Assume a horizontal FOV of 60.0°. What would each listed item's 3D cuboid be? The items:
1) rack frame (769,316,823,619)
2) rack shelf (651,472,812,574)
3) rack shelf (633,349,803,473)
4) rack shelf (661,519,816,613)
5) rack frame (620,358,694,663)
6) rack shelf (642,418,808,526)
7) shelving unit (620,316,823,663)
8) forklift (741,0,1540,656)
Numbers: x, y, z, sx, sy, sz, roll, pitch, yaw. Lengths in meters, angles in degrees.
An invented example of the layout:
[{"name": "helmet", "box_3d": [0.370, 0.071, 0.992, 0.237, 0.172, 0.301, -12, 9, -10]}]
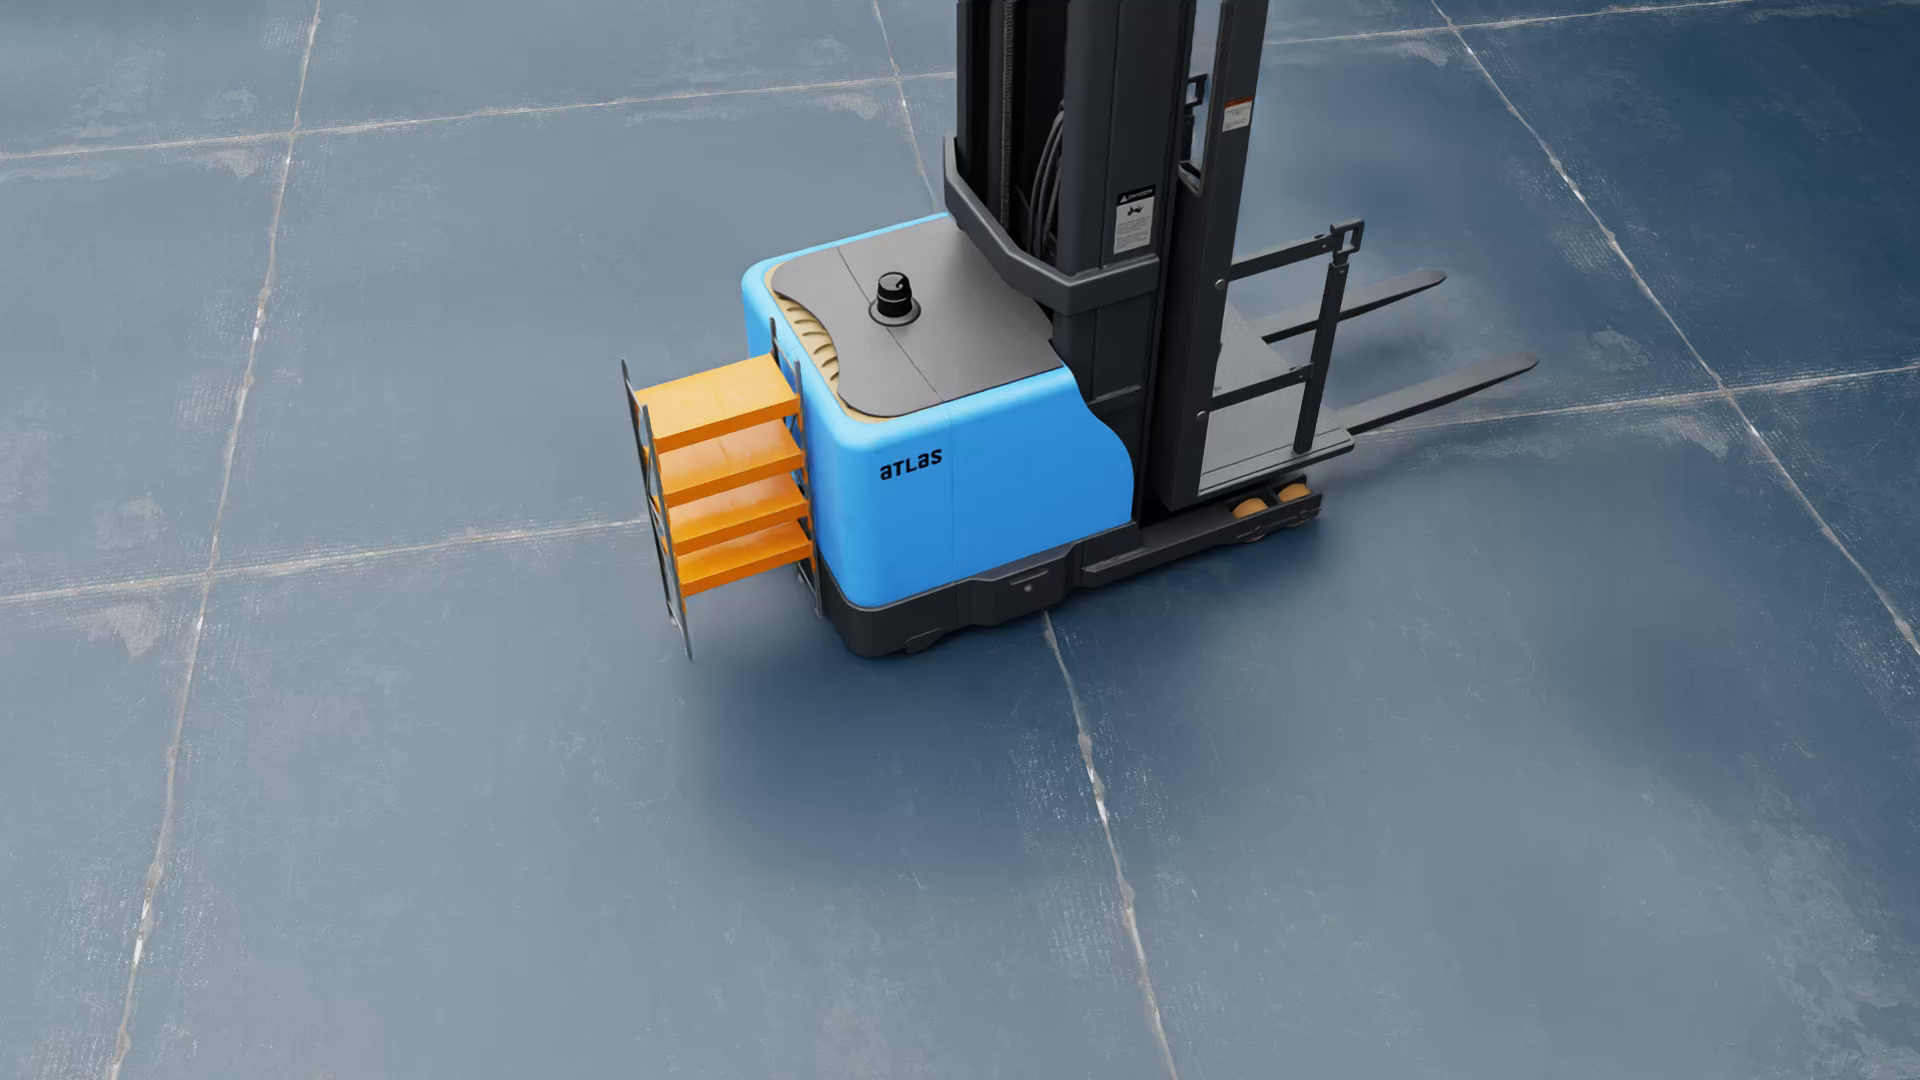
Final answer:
[{"name": "rack frame", "box_3d": [-0.549, -0.212, 5.621, 0.015, 1.200, 0.240, -18, 49, -17]}, {"name": "rack shelf", "box_3d": [-0.770, -0.092, 5.599, 0.480, 0.148, 0.258, -18, 49, -17]}, {"name": "rack shelf", "box_3d": [-0.770, -0.411, 5.267, 0.480, 0.148, 0.258, -18, 49, -17]}, {"name": "rack shelf", "box_3d": [-0.770, 0.046, 5.742, 0.480, 0.148, 0.258, -18, 49, -17]}, {"name": "rack frame", "box_3d": [-0.992, -0.065, 5.479, 0.015, 1.200, 0.240, -18, 49, -17]}, {"name": "rack shelf", "box_3d": [-0.770, -0.247, 5.438, 0.480, 0.148, 0.258, -18, 49, -17]}, {"name": "shelving unit", "box_3d": [-0.770, -0.138, 5.550, 0.503, 1.200, 0.258, -18, 49, -17]}, {"name": "forklift", "box_3d": [0.800, -1.338, 5.504, 3.031, 2.935, 1.130, -18, 49, -17]}]
